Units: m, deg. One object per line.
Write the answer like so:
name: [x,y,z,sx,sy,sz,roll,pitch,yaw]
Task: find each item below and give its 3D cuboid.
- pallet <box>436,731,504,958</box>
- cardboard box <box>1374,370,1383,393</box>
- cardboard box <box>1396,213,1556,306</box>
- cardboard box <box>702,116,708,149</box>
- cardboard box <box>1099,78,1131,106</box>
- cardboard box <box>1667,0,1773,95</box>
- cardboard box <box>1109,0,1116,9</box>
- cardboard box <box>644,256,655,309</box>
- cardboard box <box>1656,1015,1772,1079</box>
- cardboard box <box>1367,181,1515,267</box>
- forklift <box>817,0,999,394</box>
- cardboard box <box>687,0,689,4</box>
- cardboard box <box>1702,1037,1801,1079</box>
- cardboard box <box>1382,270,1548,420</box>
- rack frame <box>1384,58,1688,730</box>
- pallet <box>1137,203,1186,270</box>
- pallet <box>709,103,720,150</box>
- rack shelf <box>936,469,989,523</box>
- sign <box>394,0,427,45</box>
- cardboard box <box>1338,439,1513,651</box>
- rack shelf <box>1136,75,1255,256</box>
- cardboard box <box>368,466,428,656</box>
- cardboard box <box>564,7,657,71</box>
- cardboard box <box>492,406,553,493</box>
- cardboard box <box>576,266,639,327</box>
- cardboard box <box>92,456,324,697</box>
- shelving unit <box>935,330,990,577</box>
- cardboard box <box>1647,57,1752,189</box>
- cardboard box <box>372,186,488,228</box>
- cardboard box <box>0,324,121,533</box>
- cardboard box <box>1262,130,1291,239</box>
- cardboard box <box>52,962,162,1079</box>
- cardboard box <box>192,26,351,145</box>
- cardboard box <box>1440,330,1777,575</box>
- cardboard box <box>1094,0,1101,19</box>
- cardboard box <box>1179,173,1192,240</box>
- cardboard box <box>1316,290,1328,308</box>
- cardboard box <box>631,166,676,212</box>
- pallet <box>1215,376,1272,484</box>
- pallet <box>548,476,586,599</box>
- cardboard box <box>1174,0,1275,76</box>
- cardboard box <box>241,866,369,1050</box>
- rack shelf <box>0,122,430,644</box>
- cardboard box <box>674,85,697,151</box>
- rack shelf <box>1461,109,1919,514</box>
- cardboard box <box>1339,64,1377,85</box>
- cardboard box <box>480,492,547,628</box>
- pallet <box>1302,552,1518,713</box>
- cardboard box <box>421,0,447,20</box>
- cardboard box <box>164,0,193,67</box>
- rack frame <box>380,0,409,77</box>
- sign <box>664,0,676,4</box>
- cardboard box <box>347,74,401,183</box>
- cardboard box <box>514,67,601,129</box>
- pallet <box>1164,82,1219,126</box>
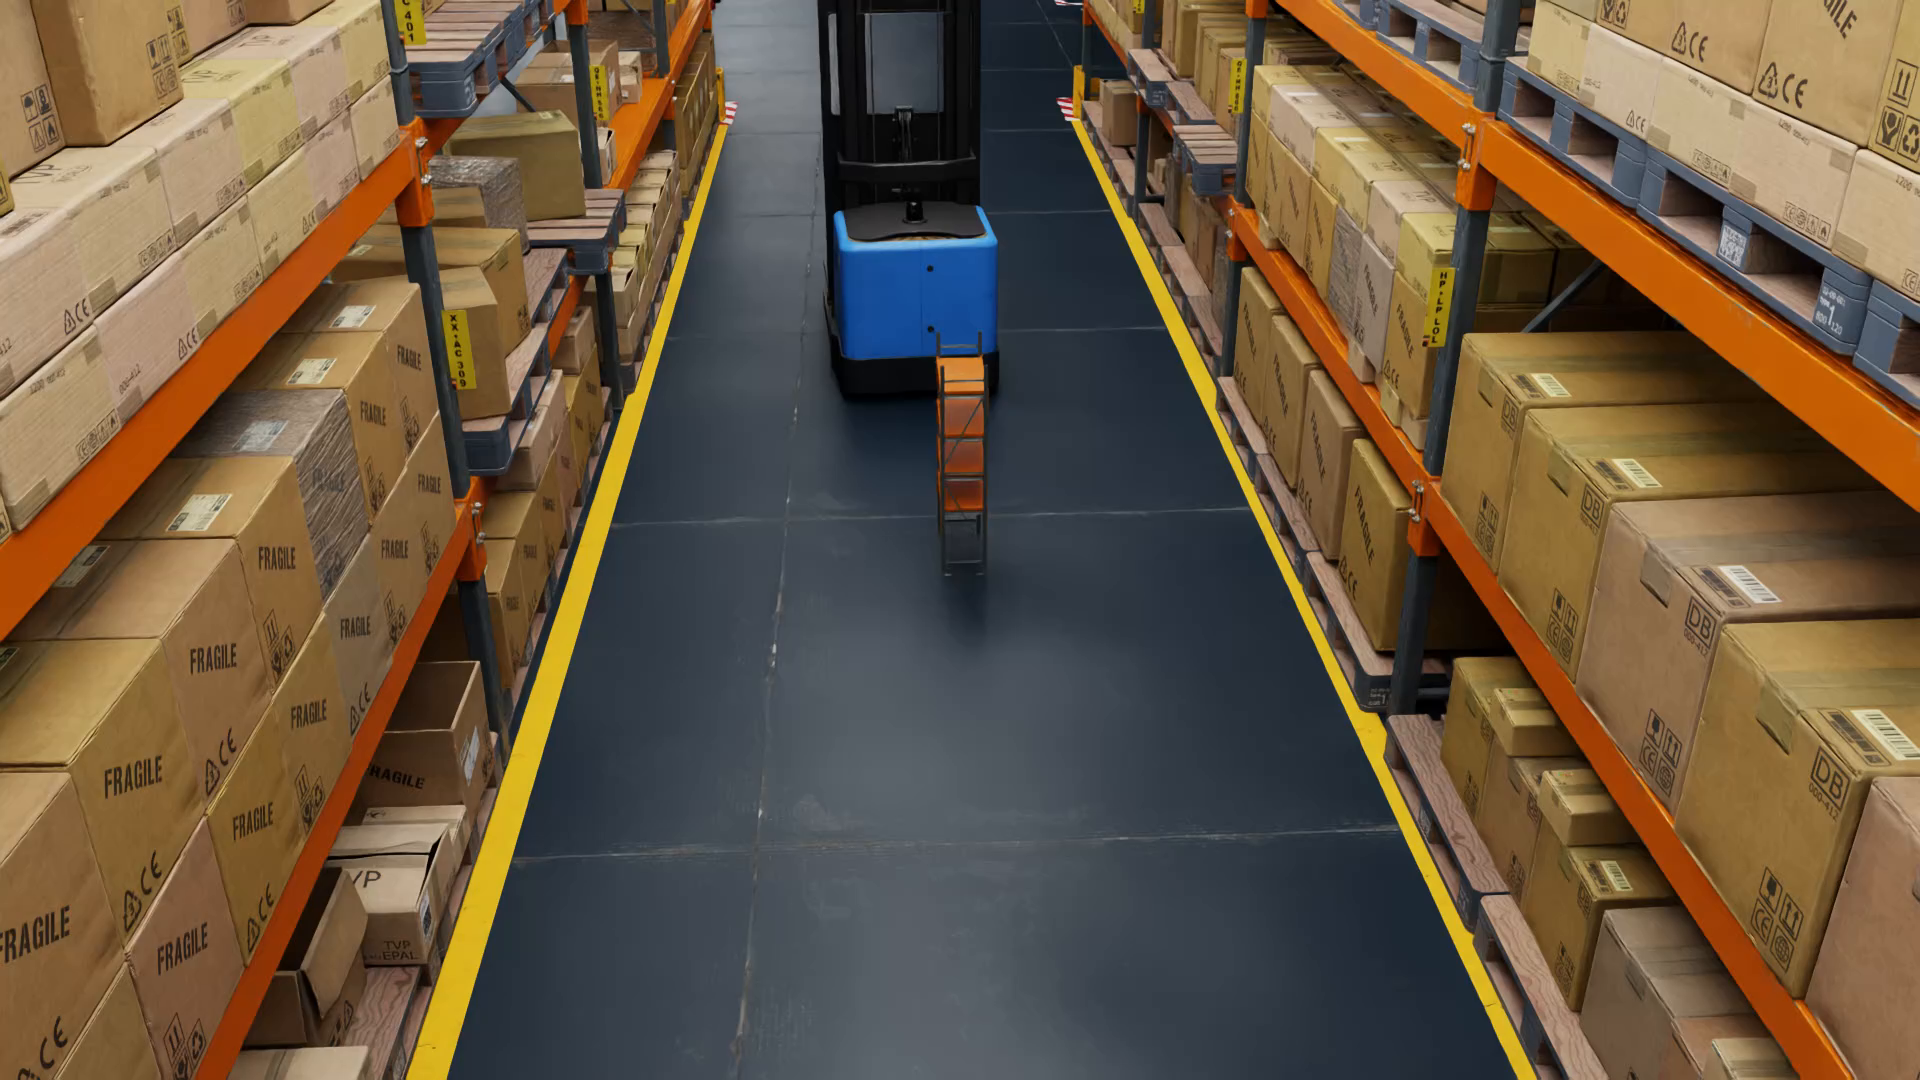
pallet: [-2.465,1.213,6.696,1.003,0.211,1.213,-1,28,-3]
cardboard box: [2.141,-0.745,7.686,0.380,0.149,0.250,-1,28,-1]
cardboard box: [2.167,-1.189,7.024,0.500,0.250,0.500,-1,28,-1]
cardboard box: [-2.713,-3.917,16.035,0.500,0.250,0.500,-1,28,-3]
cardboard box: [1.766,-4.685,17.421,0.500,0.311,0.500,-4,28,-8]
cardboard box: [2.268,-1.487,4.403,0.500,0.500,0.500,-1,28,-2]
cardboard box: [1.648,-5.105,15.125,0.500,0.500,0.500,-2,28,-4]
cardboard box: [-2.503,-1.876,12.123,0.500,0.250,0.500,-2,28,-4]
cardboard box: [2.493,1.755,4.890,0.700,0.500,0.500,-1,28,-3]
cardboard box: [2.150,-1.426,7.477,0.500,0.250,0.500,-1,28,-2]
forklift: [-0.434,-2.917,11.673,1.130,2.935,3.031,-3,28,-6]
cardboard box: [-3.115,-5.711,16.848,0.700,0.500,0.500,-1,28,-3]
cardboard box: [2.316,1.526,4.628,0.380,0.149,0.250,-1,28,-1]
cardboard box: [2.171,-0.854,7.193,0.500,0.500,0.500,-2,28,-3]
rack frame: [2.447,-0.462,6.892,1.000,3.000,0.127,-1,28,-3]
pallet: [2.071,-2.561,13.931,1.003,0.211,1.213,-1,28,-3]
pallet: [-3.045,-4.294,17.255,1.003,0.211,1.213,-1,28,-3]
rack shelf: [0.009,-0.220,8.949,0.258,0.148,0.480,-1,28,-3]
sign: [-1.959,-1.917,5.878,0.100,0.325,0.005,-1,28,-3]
cardboard box: [2.283,0.008,7.862,0.750,0.750,0.750,-1,28,-2]
rack shelf: [2.133,-2.914,12.371,1.077,0.370,4.000,-1,28,-3]
cardboard box: [-2.189,0.078,5.749,0.500,0.500,0.500,-1,28,-1]
cardboard box: [-2.947,-4.284,14.113,0.700,0.500,0.500,-2,28,-4]
cardboard box: [-2.334,-0.451,8.288,0.500,0.250,0.500,-1,28,-3]
cardboard box: [-2.443,-1.653,11.088,0.500,0.311,0.500,0,28,-1]
cardboard box: [-2.135,0.101,4.624,0.500,0.500,0.500,-2,28,-3]
shelving unit: [0.009,-0.456,8.826,0.258,1.200,0.503,-1,28,-3]
cardboard box: [2.266,-1.158,4.583,0.500,0.250,0.500,-2,28,-4]
cardboard box: [-2.654,-1.386,8.101,0.700,0.500,0.500,-8,29,-16]
cardboard box: [-2.077,-0.232,3.369,0.500,0.250,0.500,-1,28,-3]
cardboard box: [2.026,-2.022,9.431,0.500,0.500,0.500,0,28,-1]
cardboard box: [-2.051,1.251,3.500,0.500,0.500,0.500,-1,28,-2]
cardboard box: [-2.181,-1.377,5.024,0.500,0.250,0.500,-1,28,-3]
cardboard box: [2.459,-0.344,6.342,0.980,0.700,0.700,-1,28,-2]
cardboard box: [1.590,-5.238,16.190,0.500,0.250,0.500,-2,28,-3]
cardboard box: [2.161,-2.666,13.346,0.700,0.500,0.500,-2,28,-4]
cardboard box: [2.115,-1.341,8.828,0.380,0.149,0.250,-1,28,-2]
cardboard box: [-2.577,-2.831,13.347,0.500,0.311,0.500,-1,28,-1]
pallet: [2.204,-0.707,10.377,1.003,0.211,1.213,-1,28,-3]
pallet: [-2.647,-0.044,9.106,1.003,0.211,1.213,-1,28,-3]
cardboard box: [2.043,-3.902,12.904,0.700,0.500,0.500,1,28,3]
cardboard box: [-2.397,1.439,5.472,0.797,0.503,0.637,-1,28,-3]
rack shelf: [-2.396,-0.428,4.361,1.077,0.370,4.000,-1,28,-3]
cardboard box: [-2.663,-3.787,14.976,0.500,0.500,0.500,-1,28,-3]
rack shelf: [2.551,-0.549,4.594,1.077,0.370,4.000,-1,28,-3]
cardboard box: [2.520,-2.624,9.775,0.500,0.250,0.500,-1,28,-1]
cardboard box: [-2.321,0.097,8.047,0.500,0.500,0.500,-1,28,-2]
pallet: [2.331,0.420,8.217,1.003,0.211,1.213,-1,28,-3]
cardboard box: [-2.510,-2.488,6.863,0.600,0.600,0.600,-2,28,-3]
cardboard box: [-2.520,-1.470,4.391,0.700,0.500,0.500,-1,28,-3]
rack frame: [-2.500,-3.001,5.272,1.000,3.000,0.127,-1,28,-3]
sign: [-2.376,-4.531,13.527,0.100,0.325,0.005,-1,28,-3]
cardboard box: [-2.209,-1.386,5.582,0.500,0.250,0.500,-1,28,-3]
cardboard box: [-2.813,-3.007,11.663,0.500,0.500,0.500,-3,28,-5]
pallet: [2.094,-3.137,12.229,1.003,0.211,1.213,-1,28,-3]
